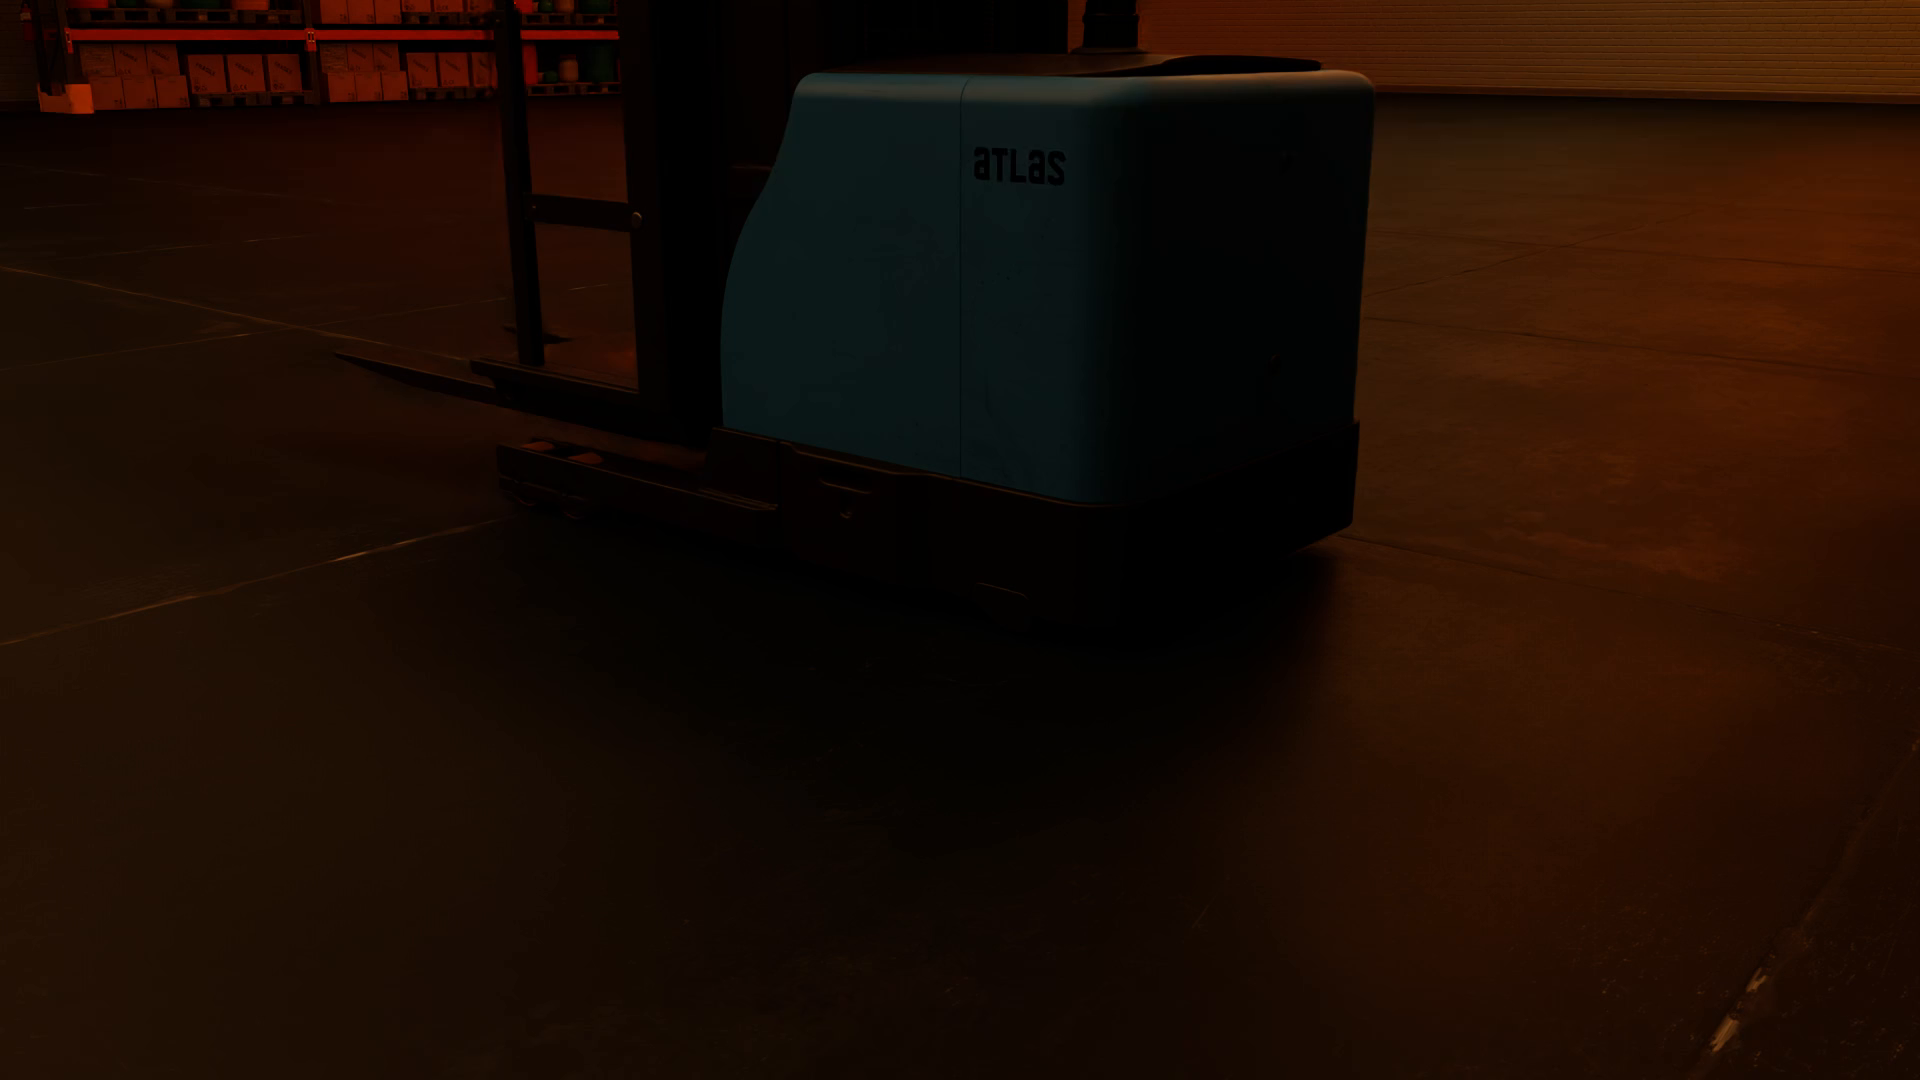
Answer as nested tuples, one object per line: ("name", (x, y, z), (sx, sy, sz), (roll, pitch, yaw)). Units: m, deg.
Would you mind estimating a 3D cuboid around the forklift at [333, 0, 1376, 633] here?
("forklift", (-0.543, -1.554, 4.015), (3.031, 2.935, 1.130), (14, 22, 38))
